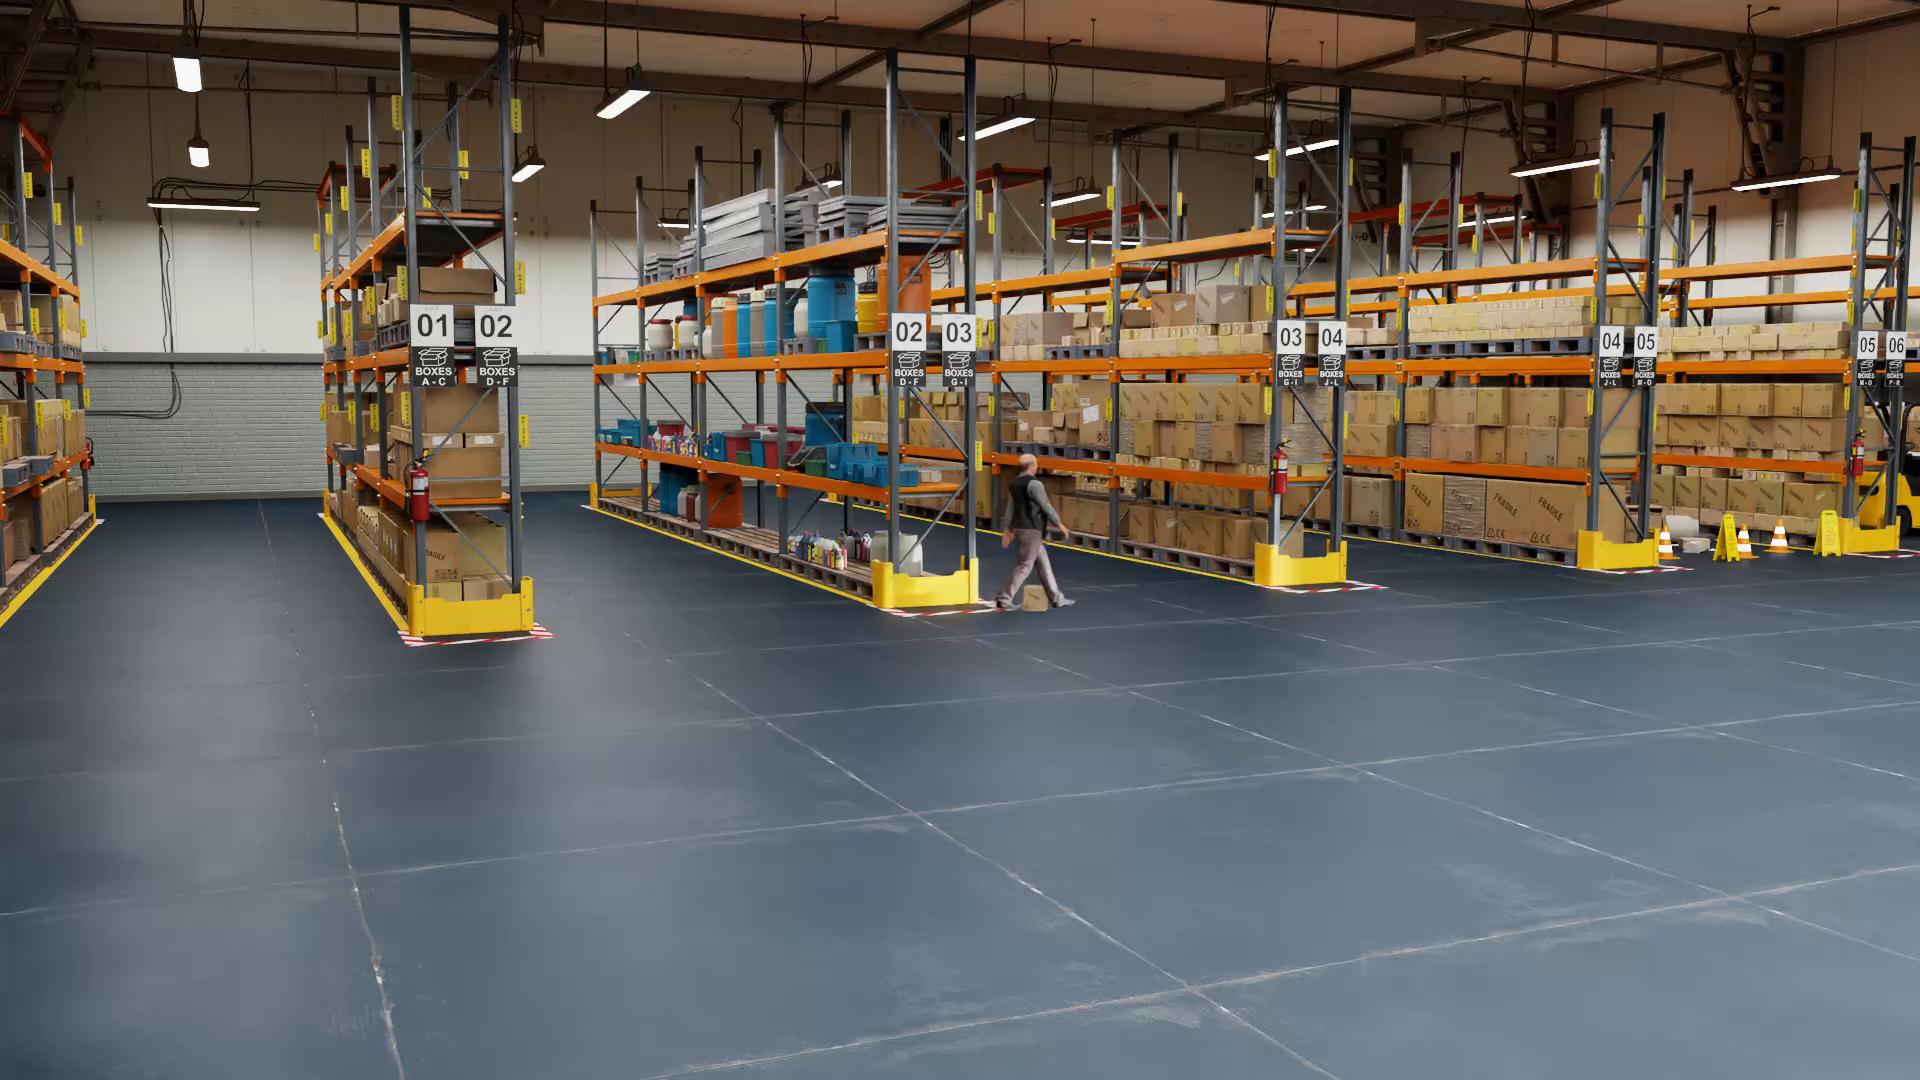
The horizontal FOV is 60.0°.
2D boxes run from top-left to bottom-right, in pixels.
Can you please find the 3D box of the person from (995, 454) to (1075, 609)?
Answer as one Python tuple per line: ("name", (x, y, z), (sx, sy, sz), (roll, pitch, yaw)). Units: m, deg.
("person", (0.803, -0.089, 17.776), (0.973, 1.669, 0.596), (-2, 6, -24))
